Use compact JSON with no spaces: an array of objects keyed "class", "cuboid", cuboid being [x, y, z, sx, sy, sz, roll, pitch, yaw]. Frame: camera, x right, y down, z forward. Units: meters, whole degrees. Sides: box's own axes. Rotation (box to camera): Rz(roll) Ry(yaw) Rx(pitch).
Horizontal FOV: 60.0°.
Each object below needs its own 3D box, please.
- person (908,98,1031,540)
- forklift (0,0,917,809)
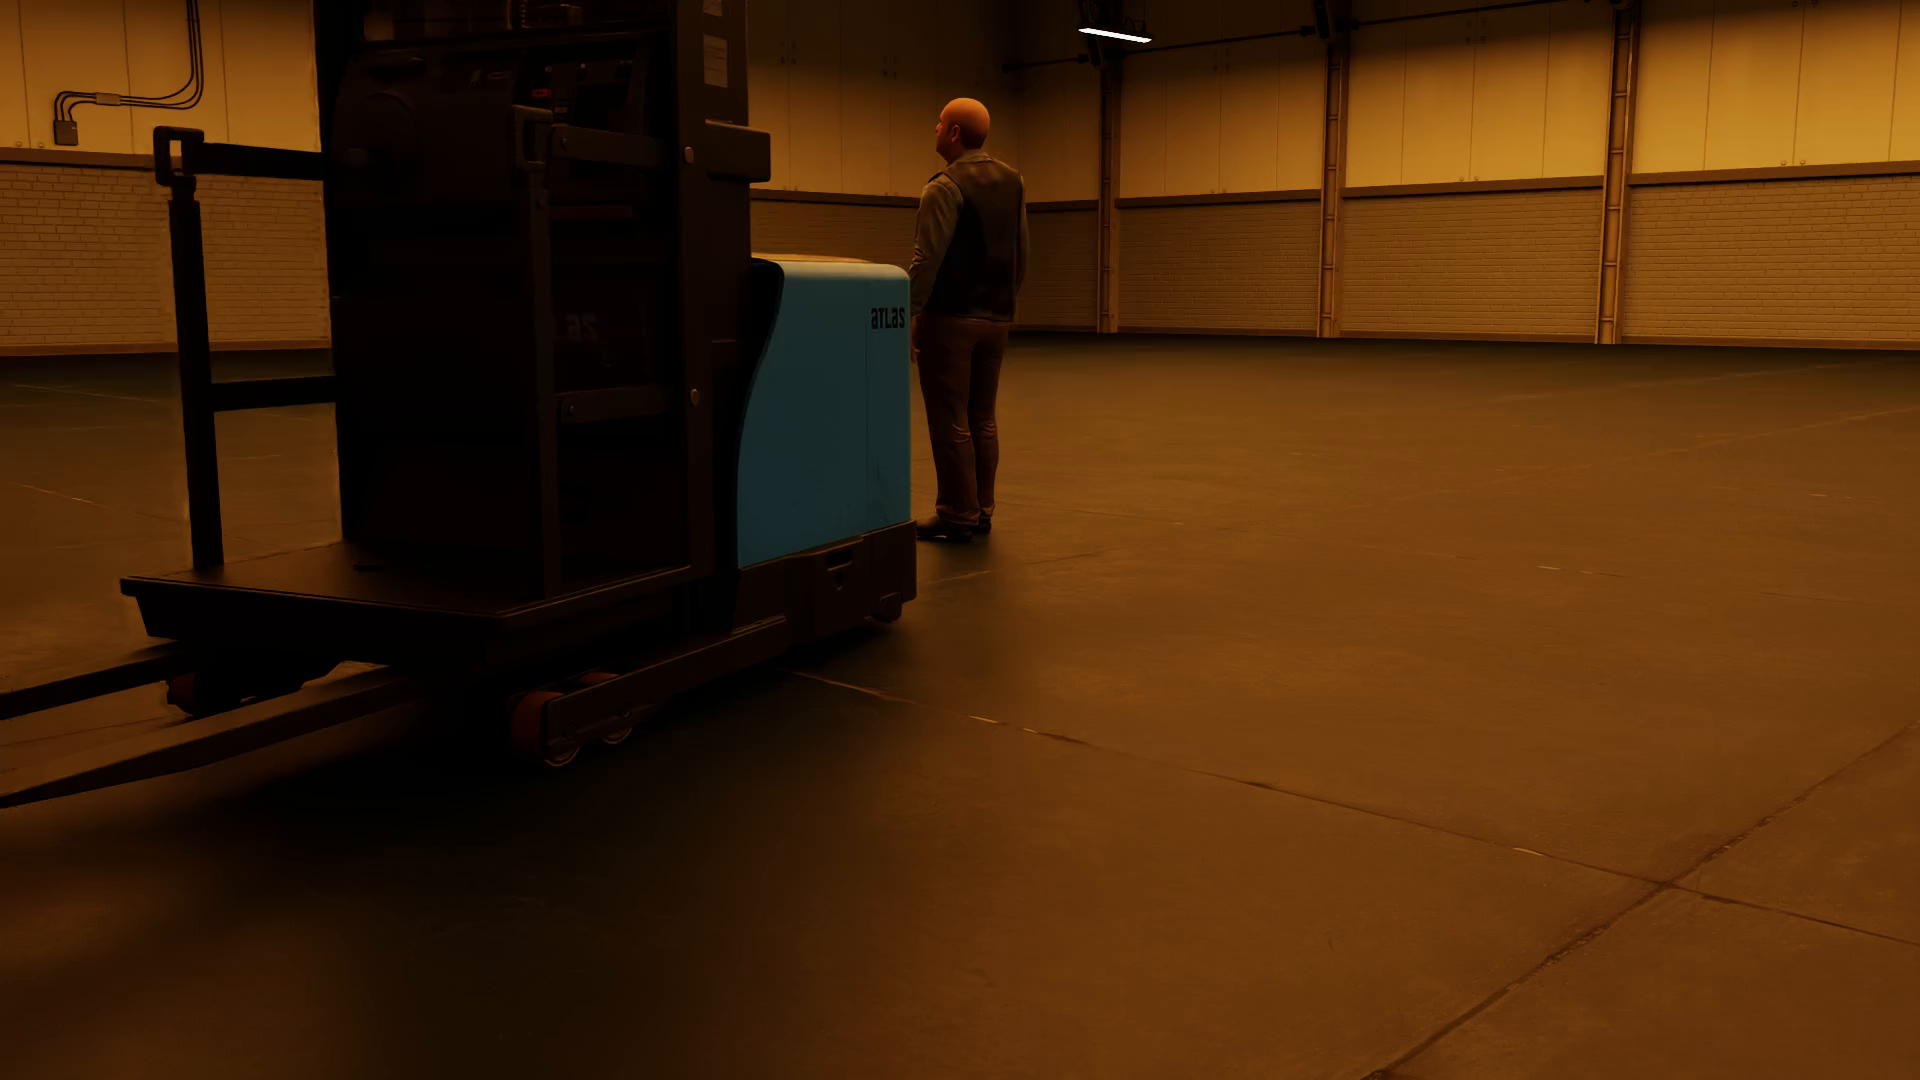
[{"class":"person","cuboid":[-0.039,-0.865,6.637,0.568,1.720,0.632,8,12,43]},{"class":"forklift","cuboid":[-1.208,-1.040,3.779,1.130,2.935,3.031,4,9,24]}]
